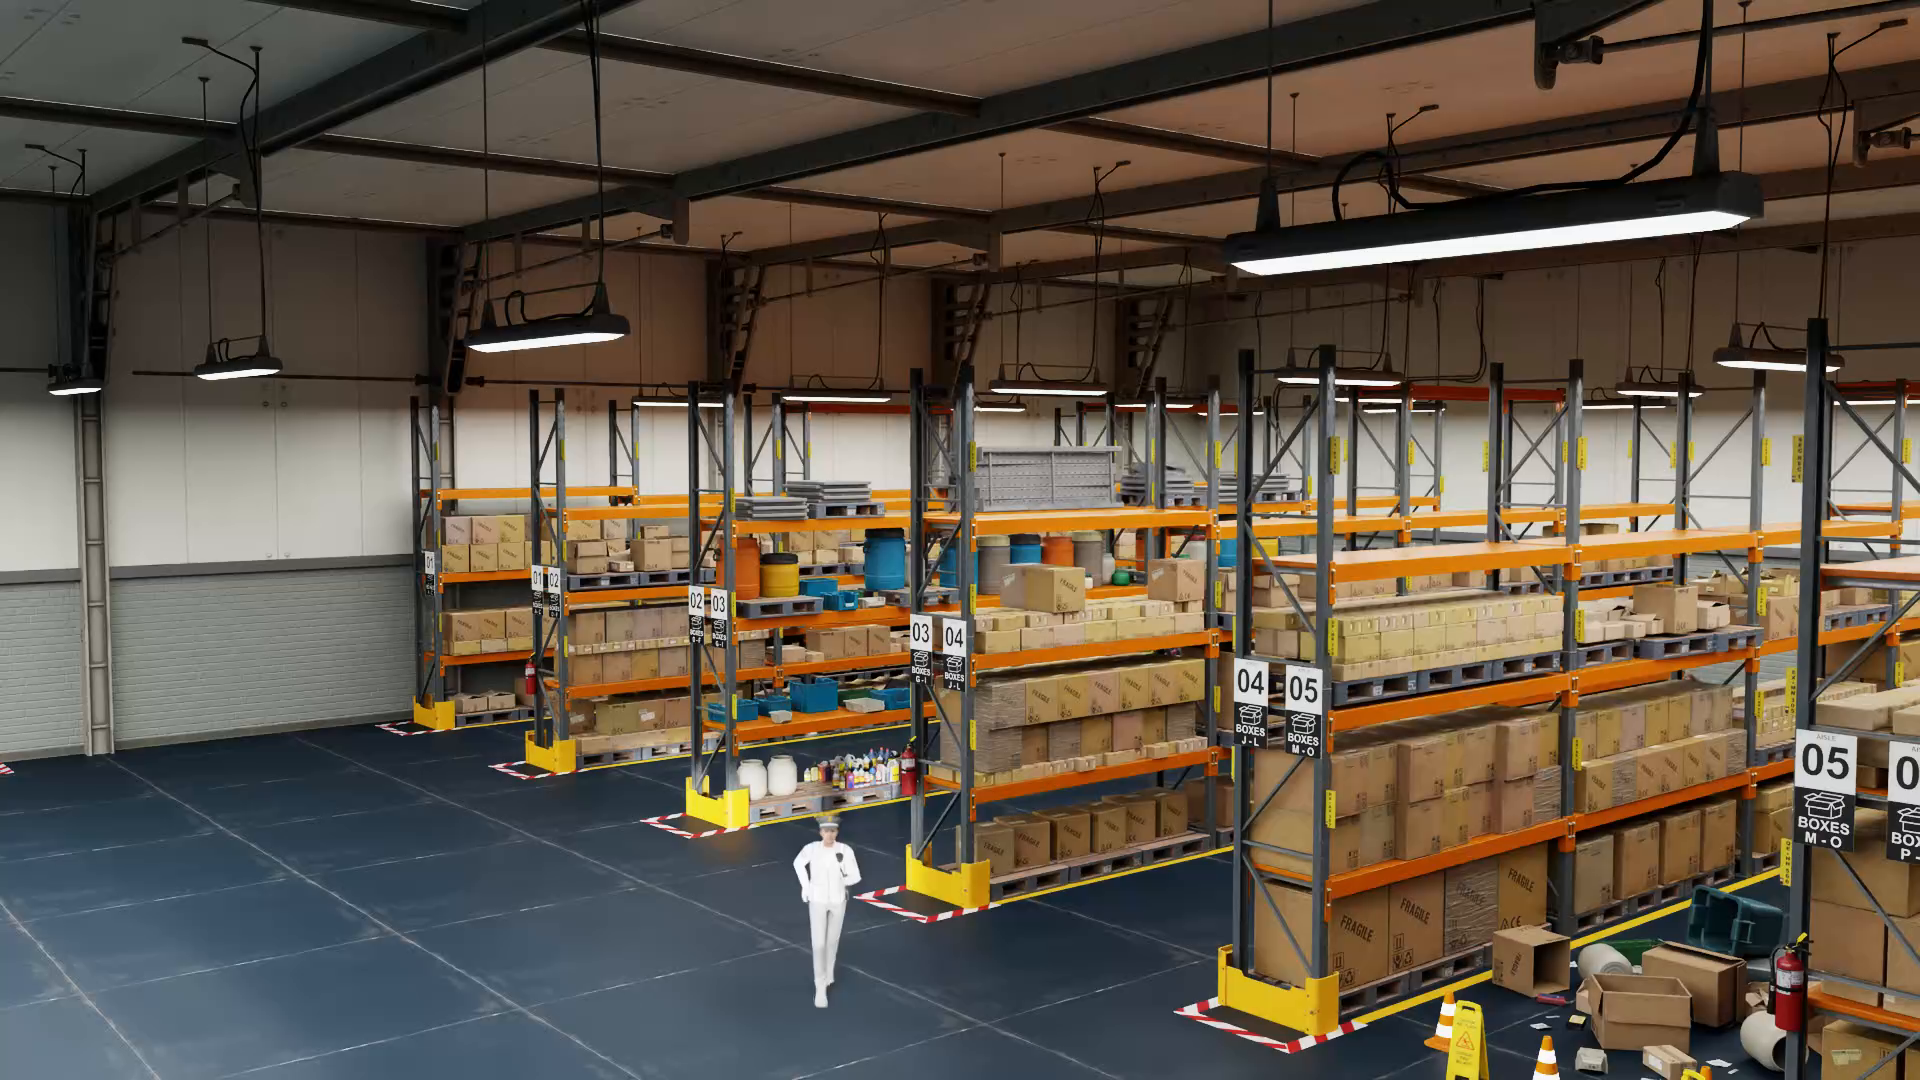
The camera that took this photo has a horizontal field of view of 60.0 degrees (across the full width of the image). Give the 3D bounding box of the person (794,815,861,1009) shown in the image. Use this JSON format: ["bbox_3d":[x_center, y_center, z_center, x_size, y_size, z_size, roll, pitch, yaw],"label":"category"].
[{"bbox_3d":[-1.229,3.408,15.495,0.597,1.755,0.775,-1,3,-10],"label":"person"}]

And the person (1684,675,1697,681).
[{"bbox_3d":[11.255,2.864,25.799,0.548,1.560,0.531,3,5,43],"label":"person"}]
